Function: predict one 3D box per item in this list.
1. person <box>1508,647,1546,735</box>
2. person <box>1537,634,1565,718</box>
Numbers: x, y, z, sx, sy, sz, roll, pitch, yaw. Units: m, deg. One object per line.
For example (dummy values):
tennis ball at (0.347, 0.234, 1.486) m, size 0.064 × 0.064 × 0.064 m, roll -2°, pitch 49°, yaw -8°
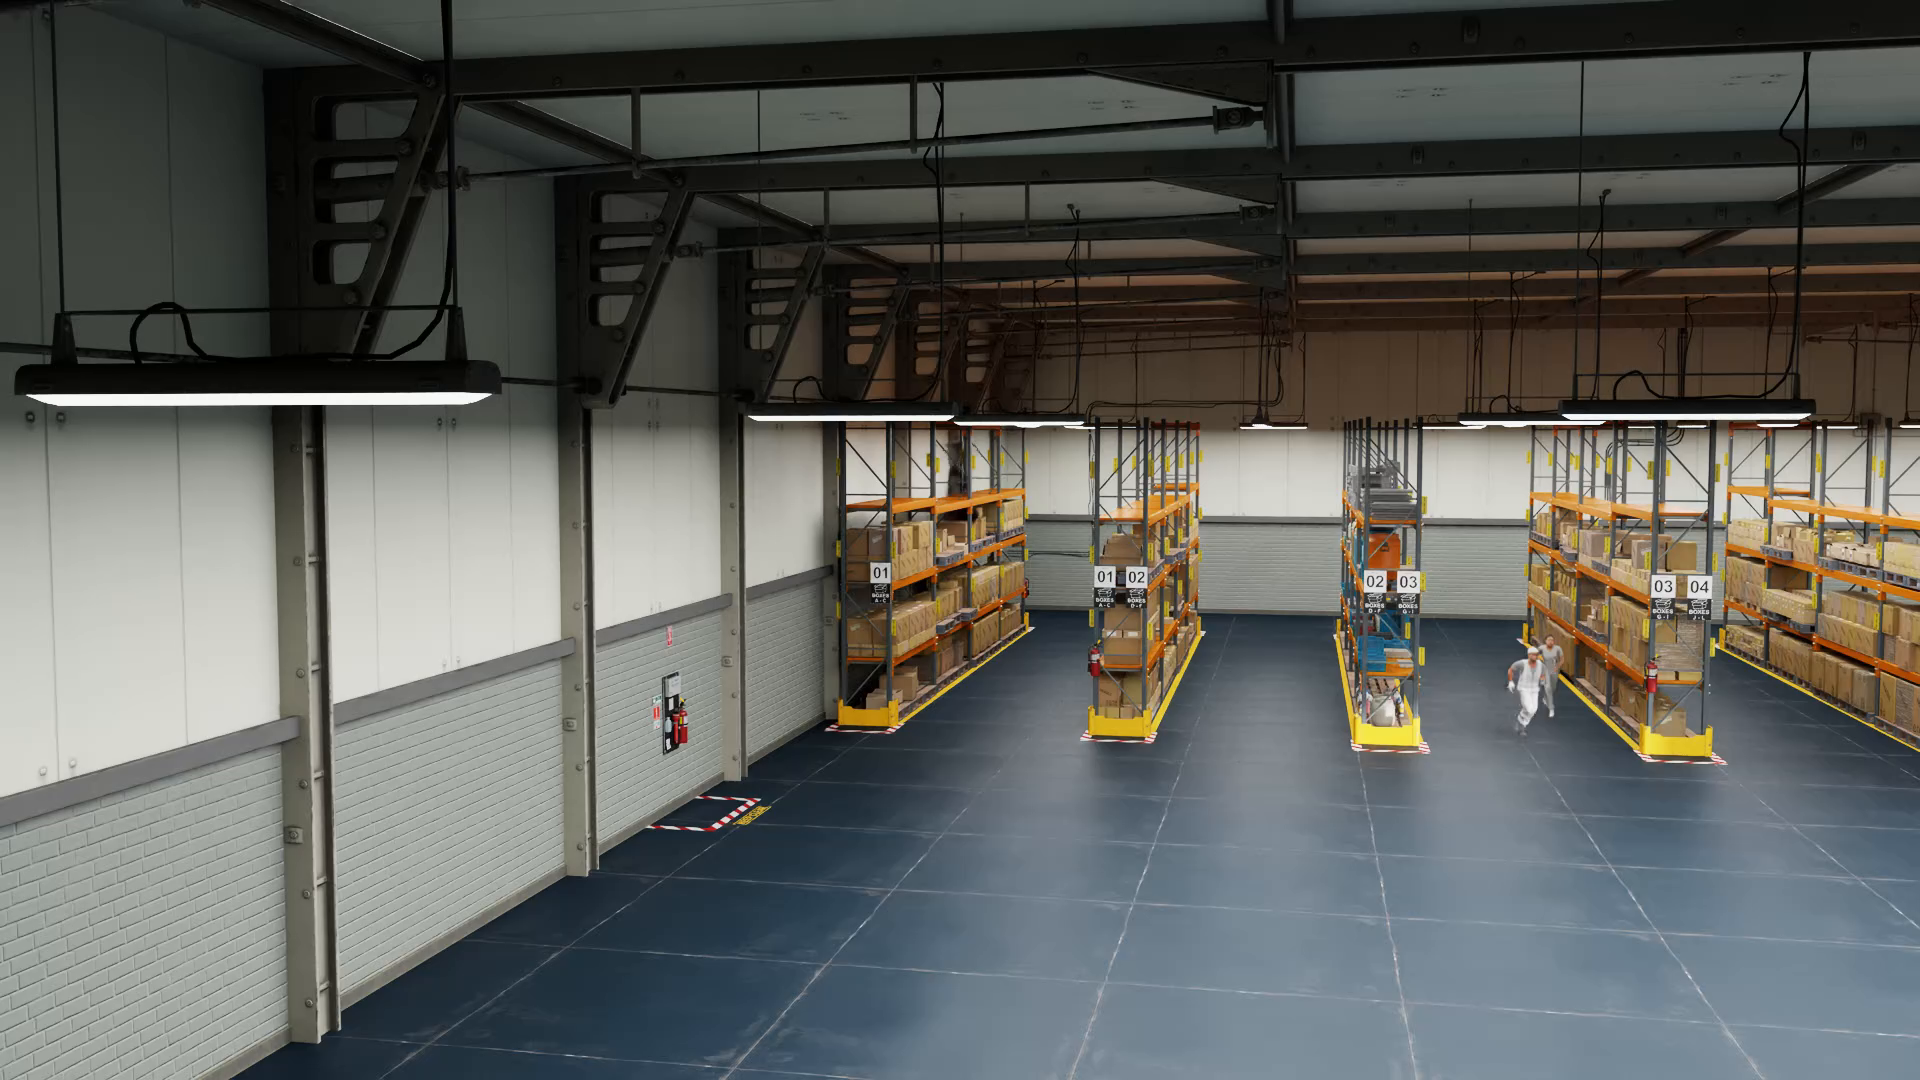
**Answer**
person at (10.636, 2.830, 31.044) m, size 0.620 × 1.700 × 0.720 m, roll -1°, pitch 4°, yaw -11°
person at (11.987, 2.716, 33.837) m, size 0.565 × 1.660 × 1.073 m, roll 1°, pitch 4°, yaw 11°
